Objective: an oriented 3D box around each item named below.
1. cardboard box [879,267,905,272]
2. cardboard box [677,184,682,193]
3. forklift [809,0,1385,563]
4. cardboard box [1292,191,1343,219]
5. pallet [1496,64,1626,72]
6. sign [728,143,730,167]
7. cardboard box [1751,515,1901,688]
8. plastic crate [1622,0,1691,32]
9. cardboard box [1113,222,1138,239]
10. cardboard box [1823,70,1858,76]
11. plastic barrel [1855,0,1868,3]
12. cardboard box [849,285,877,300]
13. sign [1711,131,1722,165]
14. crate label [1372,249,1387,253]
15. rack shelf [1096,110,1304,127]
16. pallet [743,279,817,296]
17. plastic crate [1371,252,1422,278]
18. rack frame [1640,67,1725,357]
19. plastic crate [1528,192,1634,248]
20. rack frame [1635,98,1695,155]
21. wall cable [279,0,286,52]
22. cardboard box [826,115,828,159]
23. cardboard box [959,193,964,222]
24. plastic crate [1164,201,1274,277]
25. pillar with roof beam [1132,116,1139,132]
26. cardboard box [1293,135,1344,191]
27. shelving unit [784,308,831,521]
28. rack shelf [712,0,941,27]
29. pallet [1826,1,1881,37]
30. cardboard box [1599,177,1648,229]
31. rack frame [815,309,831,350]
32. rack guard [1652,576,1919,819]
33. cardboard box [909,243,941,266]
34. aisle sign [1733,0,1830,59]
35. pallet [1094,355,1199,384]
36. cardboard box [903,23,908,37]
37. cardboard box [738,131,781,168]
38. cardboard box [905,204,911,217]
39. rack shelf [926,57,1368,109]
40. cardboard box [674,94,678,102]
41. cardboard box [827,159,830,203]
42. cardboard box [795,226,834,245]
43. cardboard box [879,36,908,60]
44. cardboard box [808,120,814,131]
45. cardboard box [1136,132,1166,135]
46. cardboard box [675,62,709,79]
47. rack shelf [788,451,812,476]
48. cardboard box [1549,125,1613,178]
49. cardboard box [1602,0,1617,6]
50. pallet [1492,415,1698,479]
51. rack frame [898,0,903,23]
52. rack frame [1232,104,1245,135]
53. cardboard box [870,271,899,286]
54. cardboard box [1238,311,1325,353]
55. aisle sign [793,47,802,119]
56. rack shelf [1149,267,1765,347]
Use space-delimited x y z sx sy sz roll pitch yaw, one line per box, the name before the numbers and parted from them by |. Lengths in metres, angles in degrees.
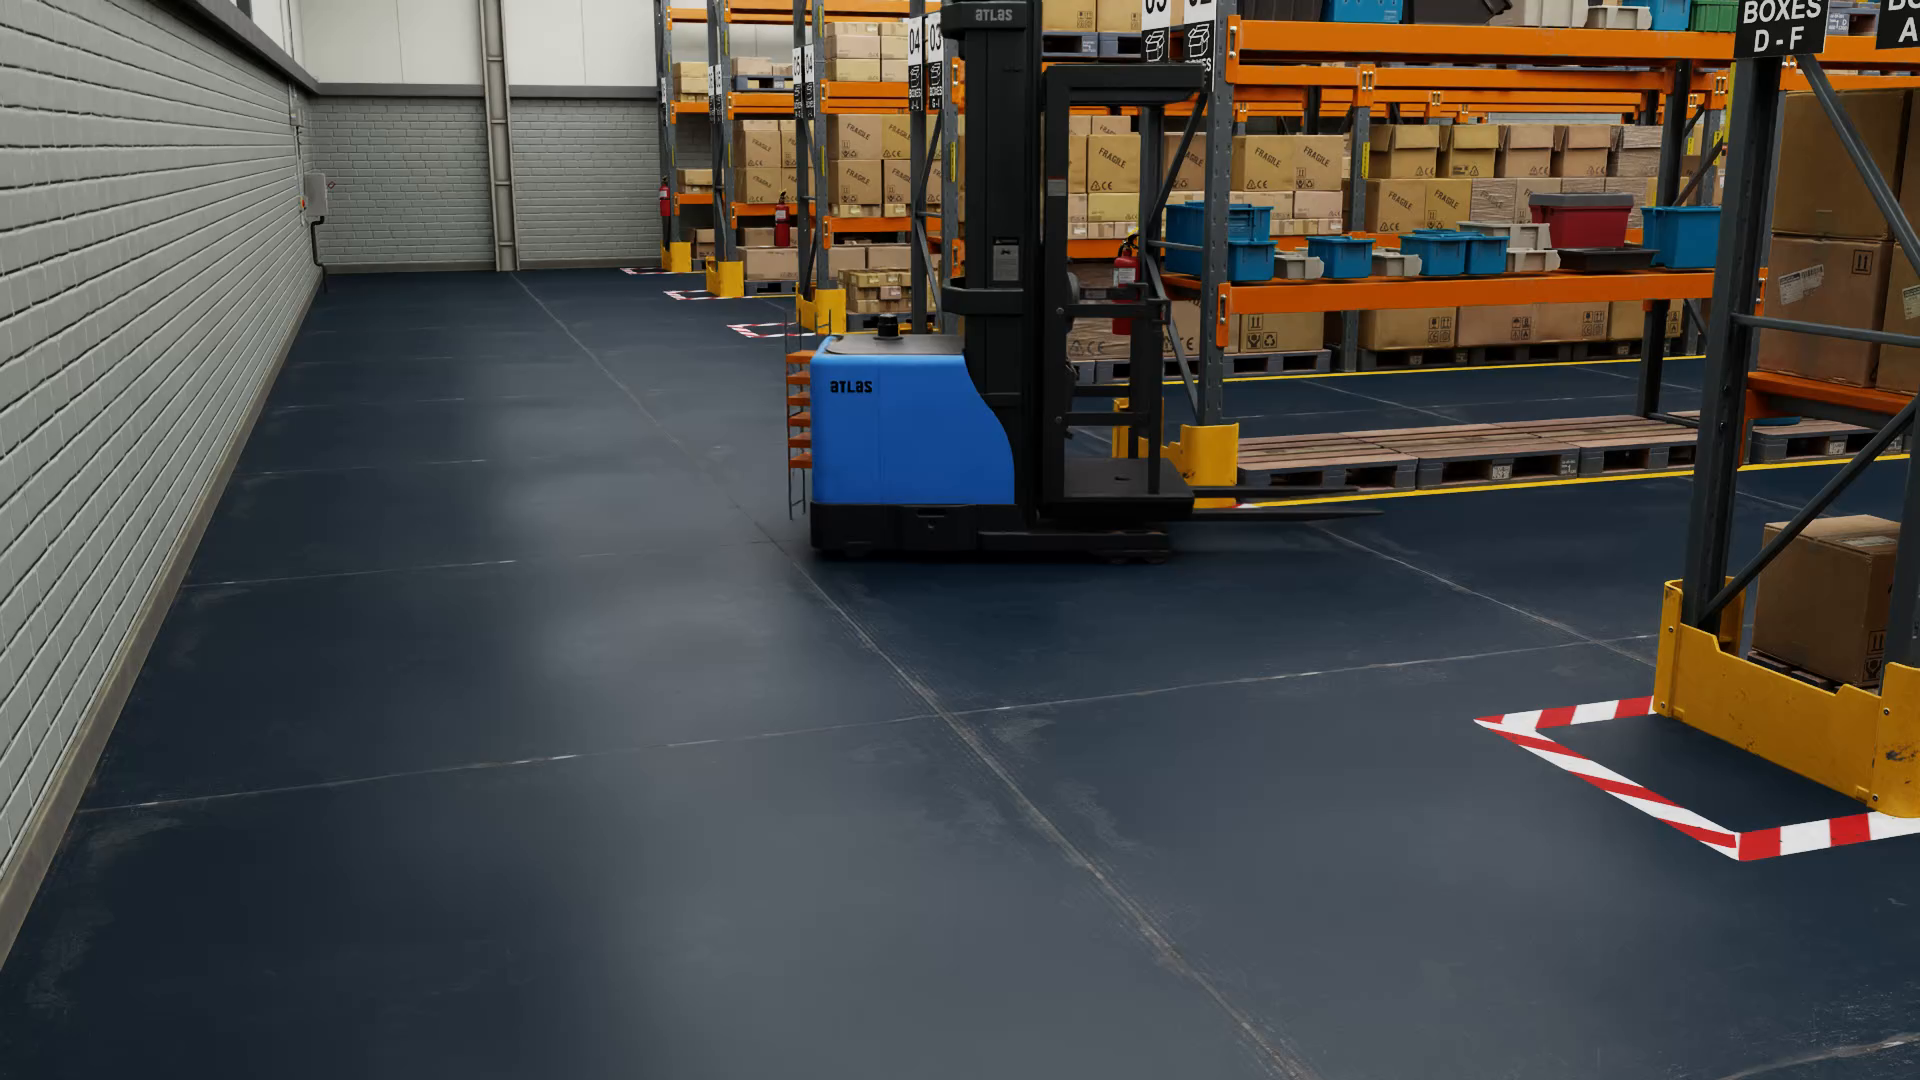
cardboard box | -0.836 -3.214 20.142 0.250 0.149 0.380 -5 14 -19
cardboard box | -4.751 -6.088 28.797 0.250 0.149 0.380 -5 14 -19
forklift | 0.731 -1.428 8.812 3.031 2.935 1.130 0 13 0
cardboard box | 3.224 -3.141 15.549 0.500 0.250 0.500 -5 14 -19
pallet | 5.697 -4.680 16.263 1.213 0.211 1.003 -4 14 -15
sign | -3.222 -5.376 23.219 0.005 0.325 0.100 -4 14 -18
cardboard box | 3.360 0.216 6.203 0.500 0.500 0.500 -4 14 -18
plastic crate | 4.377 -3.314 10.474 0.300 0.233 0.416 -4 14 -18
cardboard box | 1.427 -2.792 14.940 0.250 0.149 0.380 -5 14 -19
cardboard box | 8.847 -4.898 17.095 0.500 0.250 0.500 -4 14 -17
plastic barrel | 5.938 -3.941 11.431 0.600 0.588 0.600 0 13 0
cardboard box | -1.140 -2.904 19.482 0.250 0.149 0.380 -4 14 -16
sign | 7.530 -3.897 16.542 0.005 0.325 0.100 -4 14 -18
crate label | 2.598 -1.823 10.766 0.243 0.136 0.396 -4 14 -18
rack shelf | 4.498 -7.974 31.256 4.000 0.370 1.077 -4 14 -18
pallet | -2.660 -3.758 24.485 1.213 0.211 1.003 -4 14 -18
plastic crate | 2.659 -1.681 10.167 0.298 0.136 0.250 -4 14 -18
rack frame | 7.350 -3.455 17.186 0.127 3.000 1.000 -4 14 -18
plastic crate | 4.212 -2.123 11.318 0.583 0.464 0.402 -4 14 -18
rack frame | 9.655 -4.846 23.032 0.127 3.000 1.000 -4 14 -18
wall cable | -8.695 -7.475 21.123 0.029 3.000 0.463 -4 14 -18
cardboard box | -1.364 -4.728 19.518 0.500 0.500 0.500 -5 14 -19
cardboard box | 0.308 -2.913 14.587 0.500 0.250 0.500 -5 14 -20
plastic crate | 1.605 -1.890 10.402 0.499 0.435 0.616 -4 14 -18
pillar with roof beam | 4.923 -8.985 27.471 0.400 9.000 9.100 -4 14 -18
cardboard box | 3.208 -3.504 15.452 0.500 0.500 0.500 -4 14 -16
shelving unit | -0.860 -0.713 9.547 0.189 1.200 0.258 4 14 16
rack shelf | -1.498 -7.560 23.897 4.000 0.370 1.077 -4 14 -18
pallet | 5.850 -3.520 11.386 1.003 0.211 1.213 -4 14 -18
cardboard box | 6.486 -3.377 16.644 0.500 0.500 0.500 -5 14 -19
rack frame | -0.772 -0.707 9.522 0.006 1.200 0.240 4 14 16
rack guard | 2.995 0.519 5.882 0.348 0.500 1.175 -4 14 -18
cardboard box | -0.232 -4.268 25.235 0.875 0.438 0.875 -5 14 -19
aisle sign | 2.761 -2.019 5.529 0.004 0.787 0.394 -4 14 -18
pallet | 1.654 -1.673 15.722 1.213 0.211 1.003 -4 14 -18
cardboard box | -0.581 -5.794 18.920 0.250 0.149 0.380 -4 14 -17
cardboard box | -2.848 -5.546 23.601 0.500 0.500 0.500 -5 14 -19
cardboard box | -0.605 -3.875 19.494 0.250 0.149 0.380 -4 14 -15
rack shelf | 1.663 -4.122 15.061 4.000 0.370 1.077 -4 14 -18
cardboard box | -4.750 -7.538 28.412 0.250 0.149 0.380 -4 14 -17
cardboard box | -1.375 -4.243 19.640 0.500 0.500 0.500 -4 14 -17
cardboard box | -2.564 -5.270 29.312 0.500 0.500 0.700 -5 14 -20
cardboard box | -0.725 -5.604 18.981 0.500 0.250 0.500 -5 14 -19
cardboard box | -2.216 -5.907 23.714 0.250 0.149 0.380 -5 14 -20
cardboard box | 2.826 -5.993 25.480 0.500 0.500 0.500 -4 14 -18
cardboard box | -4.479 -7.878 27.901 0.500 0.250 0.500 -5 14 -19
rack shelf | -0.860 -0.436 9.613 0.180 0.103 0.258 4 14 16
cardboard box | 6.033 -3.894 16.647 0.637 0.503 0.797 -4 14 -17
cardboard box | 6.004 -5.024 16.174 0.500 0.500 0.500 -4 14 -15
pallet | 4.454 -0.654 11.437 1.213 0.211 1.003 -4 14 -18
rack frame | -1.189 -9.340 28.964 0.127 3.000 1.000 -4 14 -18
rack frame | 4.189 -5.629 26.324 0.127 3.000 1.000 -4 14 -18
cardboard box | -0.891 -3.078 19.567 0.250 0.149 0.380 -4 14 -17
cardboard box | 2.907 -2.299 16.011 0.875 0.875 0.875 -4 14 -18
aisle sign | -1.884 -5.285 19.262 0.004 0.787 0.394 -4 14 -18
rack shelf | 3.243 -1.576 10.841 4.000 0.370 1.077 -4 14 -18
